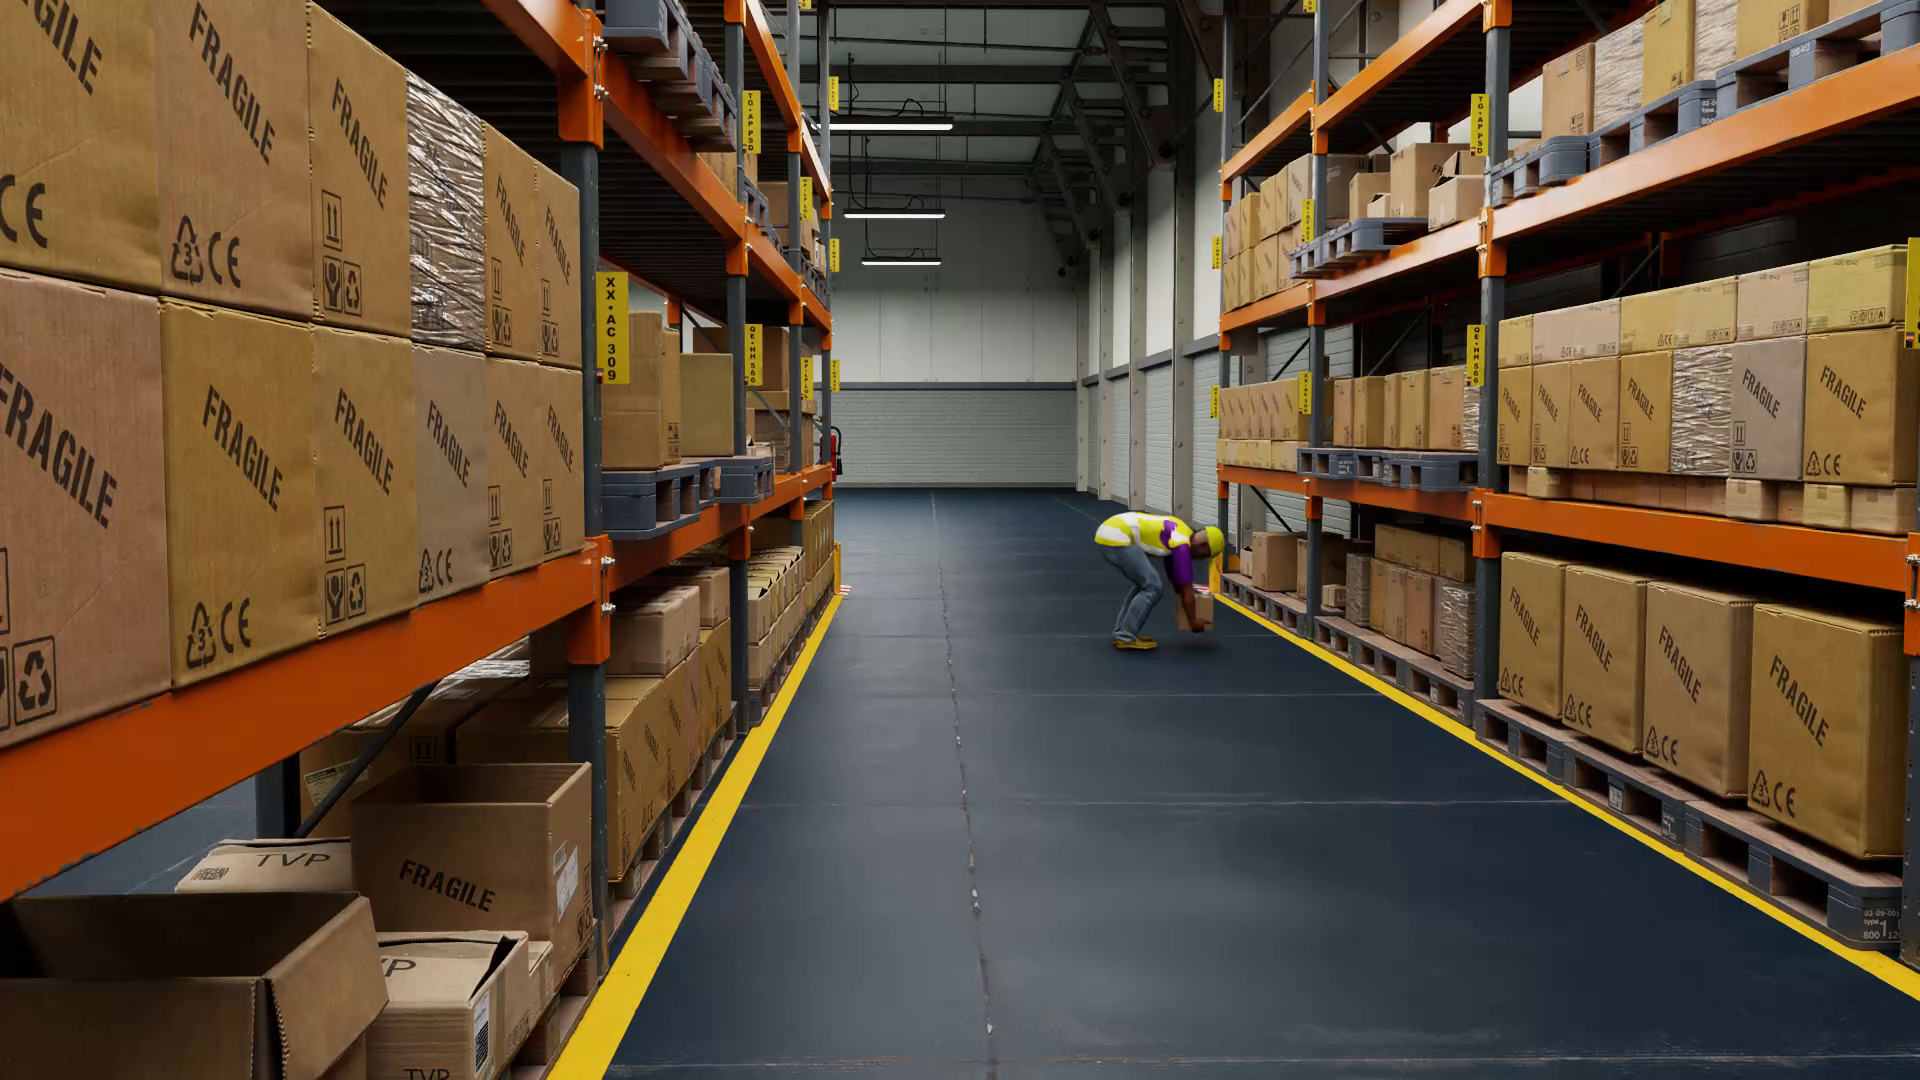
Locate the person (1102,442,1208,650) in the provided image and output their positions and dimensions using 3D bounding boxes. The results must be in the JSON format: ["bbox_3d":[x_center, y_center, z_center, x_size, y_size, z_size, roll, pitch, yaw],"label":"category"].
[{"bbox_3d":[1.477,0.039,12.583,0.799,1.553,0.478,0,4,-3],"label":"person"}]
